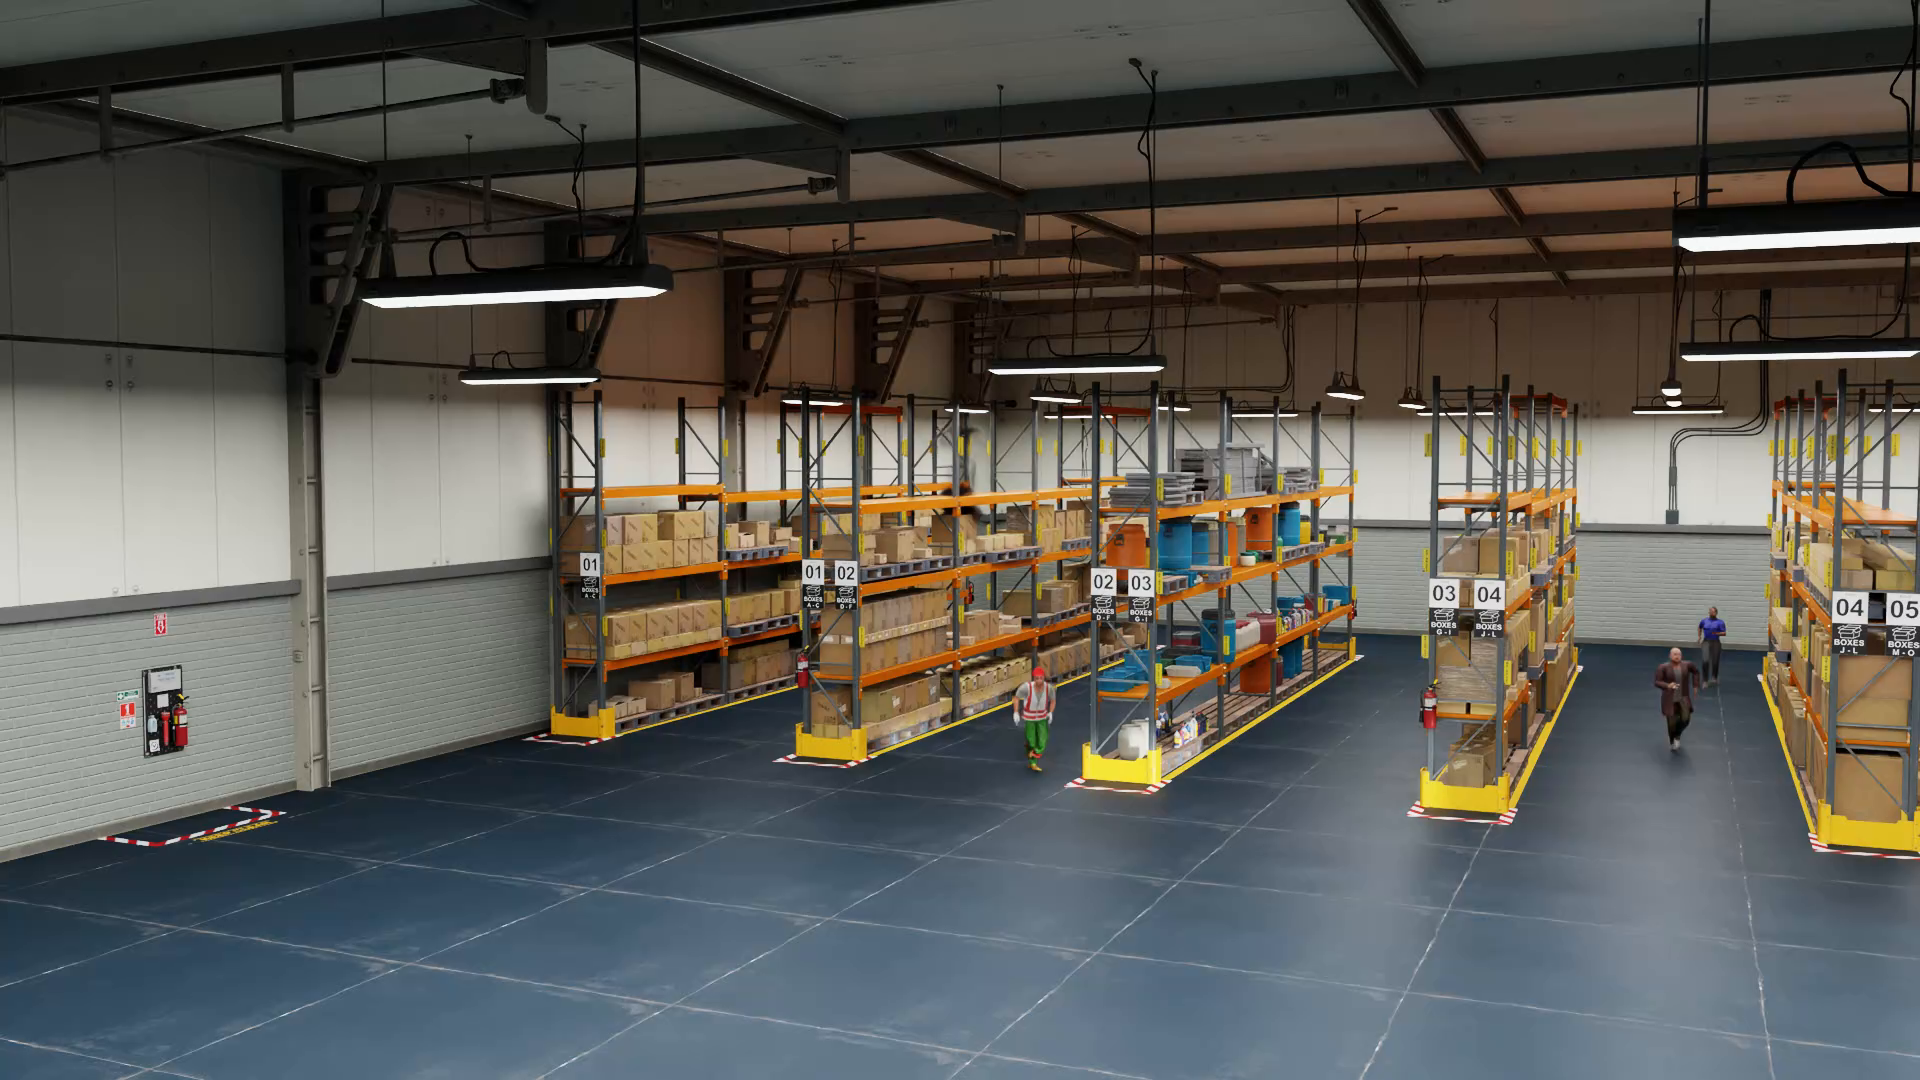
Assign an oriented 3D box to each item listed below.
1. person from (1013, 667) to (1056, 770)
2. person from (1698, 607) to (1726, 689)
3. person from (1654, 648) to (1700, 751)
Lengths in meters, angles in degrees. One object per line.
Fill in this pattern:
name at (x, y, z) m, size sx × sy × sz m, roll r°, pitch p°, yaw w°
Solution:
person at (1.153, 2.758, 25.761) m, size 0.663 × 1.638 × 0.788 m, roll 0°, pitch 3°, yaw -8°
person at (15.740, 2.247, 34.831) m, size 0.550 × 1.712 × 0.794 m, roll 2°, pitch 3°, yaw 25°
person at (11.761, 2.625, 27.232) m, size 0.764 × 1.729 × 0.776 m, roll 1°, pitch 3°, yaw 11°
